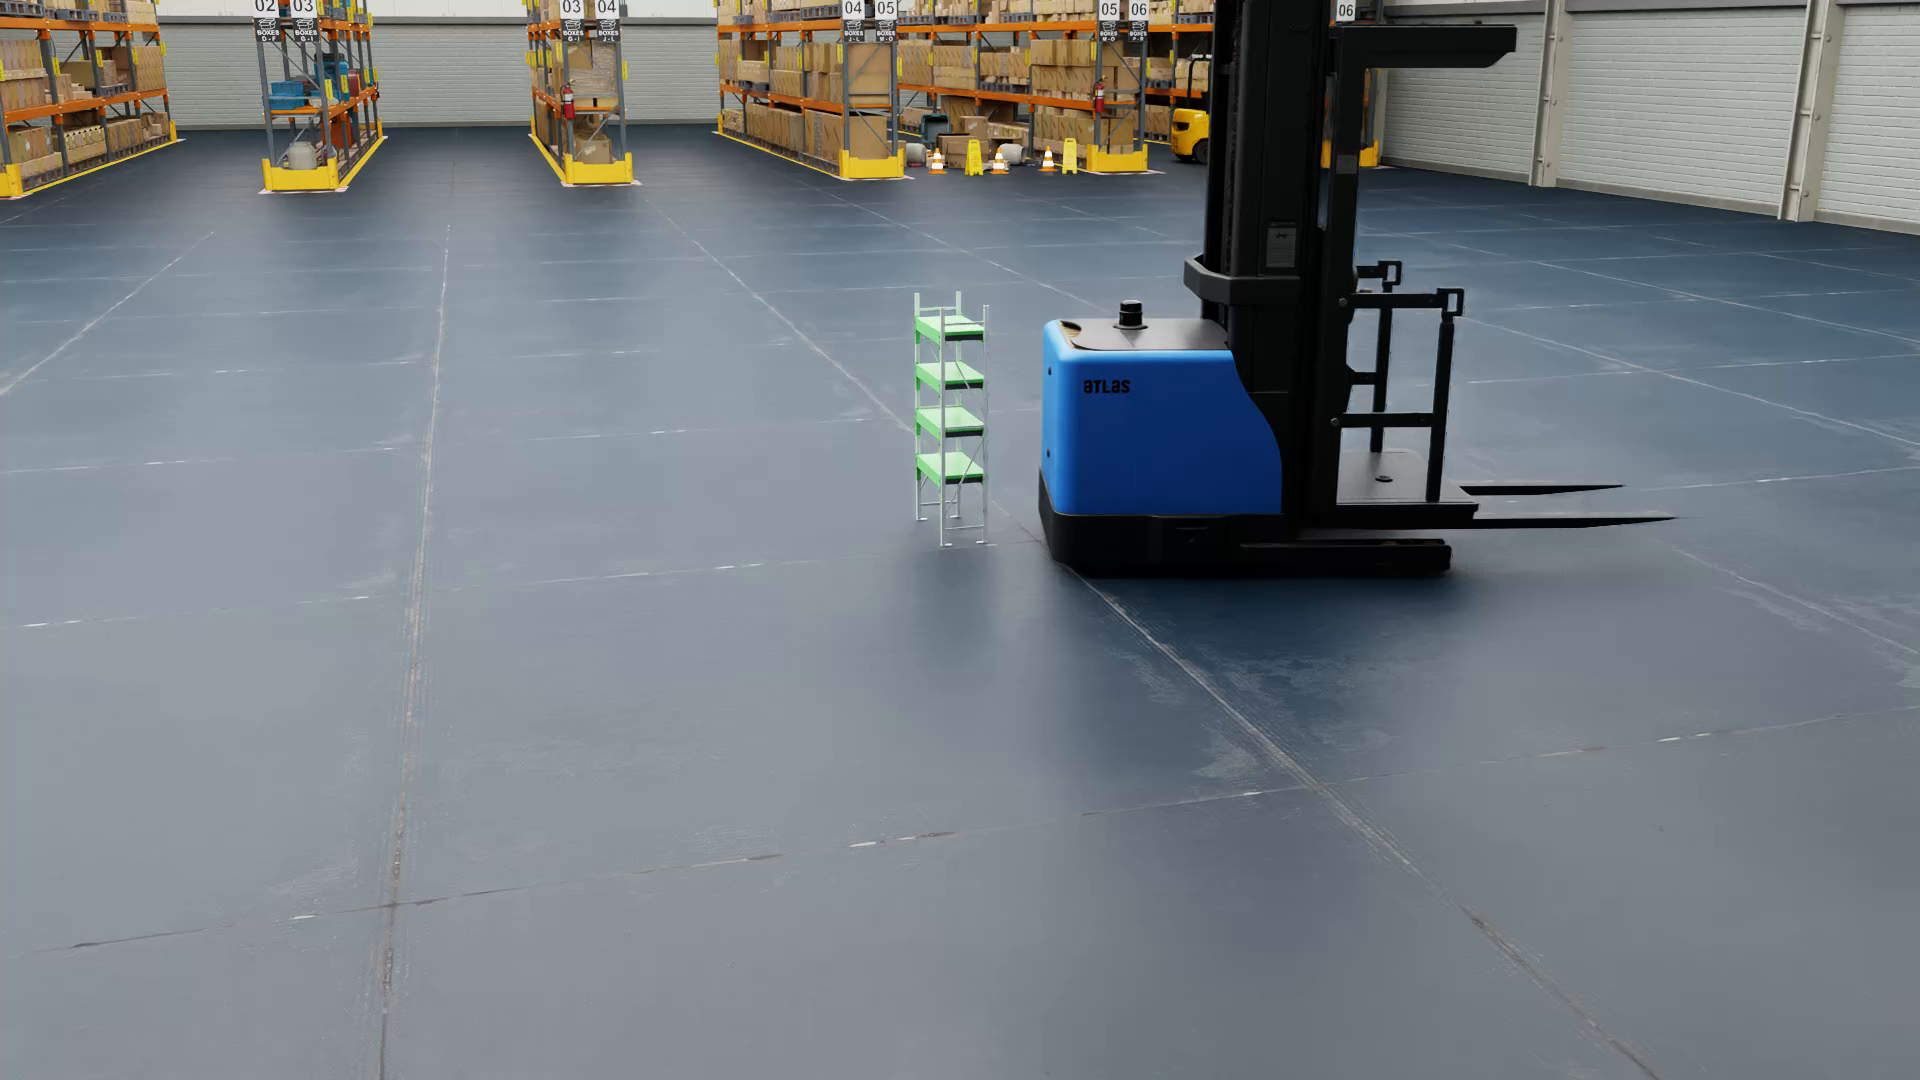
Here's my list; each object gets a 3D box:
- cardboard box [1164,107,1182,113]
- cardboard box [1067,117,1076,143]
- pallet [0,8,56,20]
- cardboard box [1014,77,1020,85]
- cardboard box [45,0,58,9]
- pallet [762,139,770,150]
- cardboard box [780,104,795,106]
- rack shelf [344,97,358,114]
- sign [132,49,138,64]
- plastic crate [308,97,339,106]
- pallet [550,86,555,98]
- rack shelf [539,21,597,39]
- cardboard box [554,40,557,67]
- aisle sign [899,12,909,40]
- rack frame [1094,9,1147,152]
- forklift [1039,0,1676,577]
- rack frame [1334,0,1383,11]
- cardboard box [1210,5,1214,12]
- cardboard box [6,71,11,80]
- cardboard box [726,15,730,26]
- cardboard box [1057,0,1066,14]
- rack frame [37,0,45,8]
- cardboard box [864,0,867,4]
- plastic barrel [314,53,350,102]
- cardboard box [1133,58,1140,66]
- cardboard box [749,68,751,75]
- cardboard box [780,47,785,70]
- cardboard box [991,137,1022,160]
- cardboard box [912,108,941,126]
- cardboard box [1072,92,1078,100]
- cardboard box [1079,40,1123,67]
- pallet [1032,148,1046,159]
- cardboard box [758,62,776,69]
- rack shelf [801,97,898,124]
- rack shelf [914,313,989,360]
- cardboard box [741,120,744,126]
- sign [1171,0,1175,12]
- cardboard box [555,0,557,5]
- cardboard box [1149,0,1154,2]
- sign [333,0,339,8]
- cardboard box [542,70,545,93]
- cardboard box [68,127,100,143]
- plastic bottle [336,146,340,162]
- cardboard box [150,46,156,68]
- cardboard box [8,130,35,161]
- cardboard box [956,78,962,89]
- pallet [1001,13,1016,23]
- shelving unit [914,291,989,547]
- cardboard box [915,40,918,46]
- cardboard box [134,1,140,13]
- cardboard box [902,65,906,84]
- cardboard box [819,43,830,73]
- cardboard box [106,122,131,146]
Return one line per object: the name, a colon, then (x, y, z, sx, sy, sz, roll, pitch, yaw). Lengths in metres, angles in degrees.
cardboard box: (5.274, -10.661, 41.217, 0.380, 0.149, 0.250, -6, 18, -18)
cardboard box: (2.463, -8.212, 33.323, 0.500, 0.500, 0.500, -4, 17, -13)
pallet: (-17.328, -9.752, 30.823, 0.805, 0.209, 1.217, -5, 18, -17)
cardboard box: (1.414, -10.074, 36.482, 0.380, 0.149, 0.250, -5, 17, -16)
cardboard box: (-17.539, -10.264, 31.724, 0.500, 0.250, 0.500, -6, 18, -20)
pallet: (-4.063, -9.298, 39.039, 1.003, 0.211, 1.213, -5, 17, -15)
cardboard box: (-4.069, -10.268, 39.734, 0.500, 0.250, 0.500, -5, 17, -15)
rack shelf: (-12.859, -8.764, 33.663, 1.077, 0.370, 4.000, -5, 17, -15)
sign: (-18.739, -10.977, 37.767, 0.100, 0.325, 0.005, -5, 17, -15)
plastic crate: (-11.619, -8.000, 30.327, 0.530, 0.136, 0.437, -5, 17, -15)
pallet: (-8.063, -9.417, 34.921, 1.003, 0.211, 1.213, -5, 17, -15)
rack shelf: (-8.097, -10.592, 34.535, 1.077, 0.370, 4.000, -5, 17, -15)
cardboard box: (-7.392, -9.195, 31.419, 0.500, 0.500, 0.500, -5, 17, -15)
aisle sign: (-1.615, -14.291, 46.296, 0.394, 0.787, 0.004, -5, 17, -15)
rack frame: (3.081, -8.624, 31.947, 1.000, 3.000, 0.127, -5, 17, -15)
forklift: (1.939, -1.382, 7.957, 3.031, 2.935, 1.130, 0, 17, -2)
rack frame: (7.852, -11.890, 32.393, 1.000, 3.000, 0.127, -5, 17, -15)
cardboard box: (5.947, -12.182, 38.113, 0.380, 0.149, 0.250, -5, 17, -16)
cardboard box: (-16.084, -7.754, 27.750, 0.380, 0.149, 0.250, -5, 17, -16)
cardboard box: (-5.744, -13.419, 42.959, 0.500, 0.250, 0.500, -5, 17, -16)
cardboard box: (2.256, -10.673, 33.299, 0.500, 0.250, 0.500, -5, 17, -15)
rack frame: (-17.073, -11.038, 29.555, 1.000, 3.000, 0.127, -5, 17, -15)
cardboard box: (-1.576, -10.029, 30.946, 0.380, 0.149, 0.250, -5, 17, -15)
plastic barrel: (-12.124, -8.926, 32.081, 0.600, 0.901, 0.708, -5, 17, -15)
cardboard box: (4.830, -12.074, 42.528, 0.700, 0.500, 0.500, -5, 17, -16)
cardboard box: (-4.780, -11.098, 39.373, 0.380, 0.149, 0.250, -4, 17, -14)
cardboard box: (-3.595, -10.679, 36.878, 0.700, 0.500, 0.500, -5, 17, -16)
cardboard box: (0.968, -8.130, 34.644, 0.500, 0.500, 0.500, 7, 18, 23)
cardboard box: (-0.779, -11.596, 45.566, 0.875, 0.438, 0.875, -4, 17, -14)
cardboard box: (2.446, -8.793, 32.946, 0.380, 0.149, 0.250, -4, 17, -14)
cardboard box: (2.730, -9.417, 32.159, 0.700, 0.500, 0.500, -5, 17, -17)
pallet: (2.200, -8.212, 35.422, 1.003, 0.211, 1.213, -5, 17, -15)
cardboard box: (-4.425, -10.882, 38.138, 0.380, 0.149, 0.250, -5, 18, -17)
rack shelf: (-2.201, -8.413, 32.496, 1.077, 0.370, 4.000, -5, 17, -15)
rack shelf: (-0.045, -1.019, 8.312, 0.258, 0.148, 0.480, -5, 17, -15)
cardboard box: (-5.341, -10.564, 42.114, 0.380, 0.149, 0.250, -4, 17, -14)
sign: (5.131, -12.872, 39.976, 0.100, 0.325, 0.005, -5, 17, -15)
cardboard box: (-7.055, -9.664, 29.763, 0.380, 0.149, 0.250, -5, 17, -15)
cardboard box: (4.809, -14.093, 43.236, 0.396, 0.266, 0.258, -5, 17, -15)
sign: (-11.777, -10.036, 31.420, 0.100, 0.325, 0.005, -5, 17, -15)
cardboard box: (-9.152, -10.356, 37.541, 0.500, 0.500, 0.500, -5, 17, -16)
cardboard box: (-17.642, -8.155, 33.461, 0.500, 0.311, 0.500, -5, 17, -16)
plastic bottle: (-11.860, -7.358, 31.689, 0.061, 0.283, 0.133, -4, 17, -12)
cardboard box: (-19.697, -11.626, 40.031, 0.500, 0.500, 0.500, -4, 17, -14)
cardboard box: (-16.196, -6.743, 28.431, 0.500, 0.500, 0.500, -5, 17, -15)
cardboard box: (0.215, -11.165, 40.667, 0.500, 0.250, 0.500, -5, 17, -16)
pallet: (1.626, -11.542, 36.776, 1.213, 0.211, 1.003, -5, 17, -15)
shelving unit: (-0.045, -0.620, 8.432, 0.258, 1.200, 0.503, -5, 17, -15)
cardboard box: (-0.980, -13.266, 44.361, 0.380, 0.149, 0.250, -5, 17, -15)
cardboard box: (-19.432, -12.413, 38.739, 0.500, 0.250, 0.500, -5, 17, -15)
cardboard box: (-1.295, -12.804, 45.690, 0.500, 0.500, 0.500, -5, 17, -16)
cardboard box: (-2.249, -9.346, 32.213, 0.875, 0.550, 0.500, -5, 17, -15)
cardboard box: (-18.453, -8.860, 36.315, 0.500, 0.500, 0.500, -5, 18, -17)
